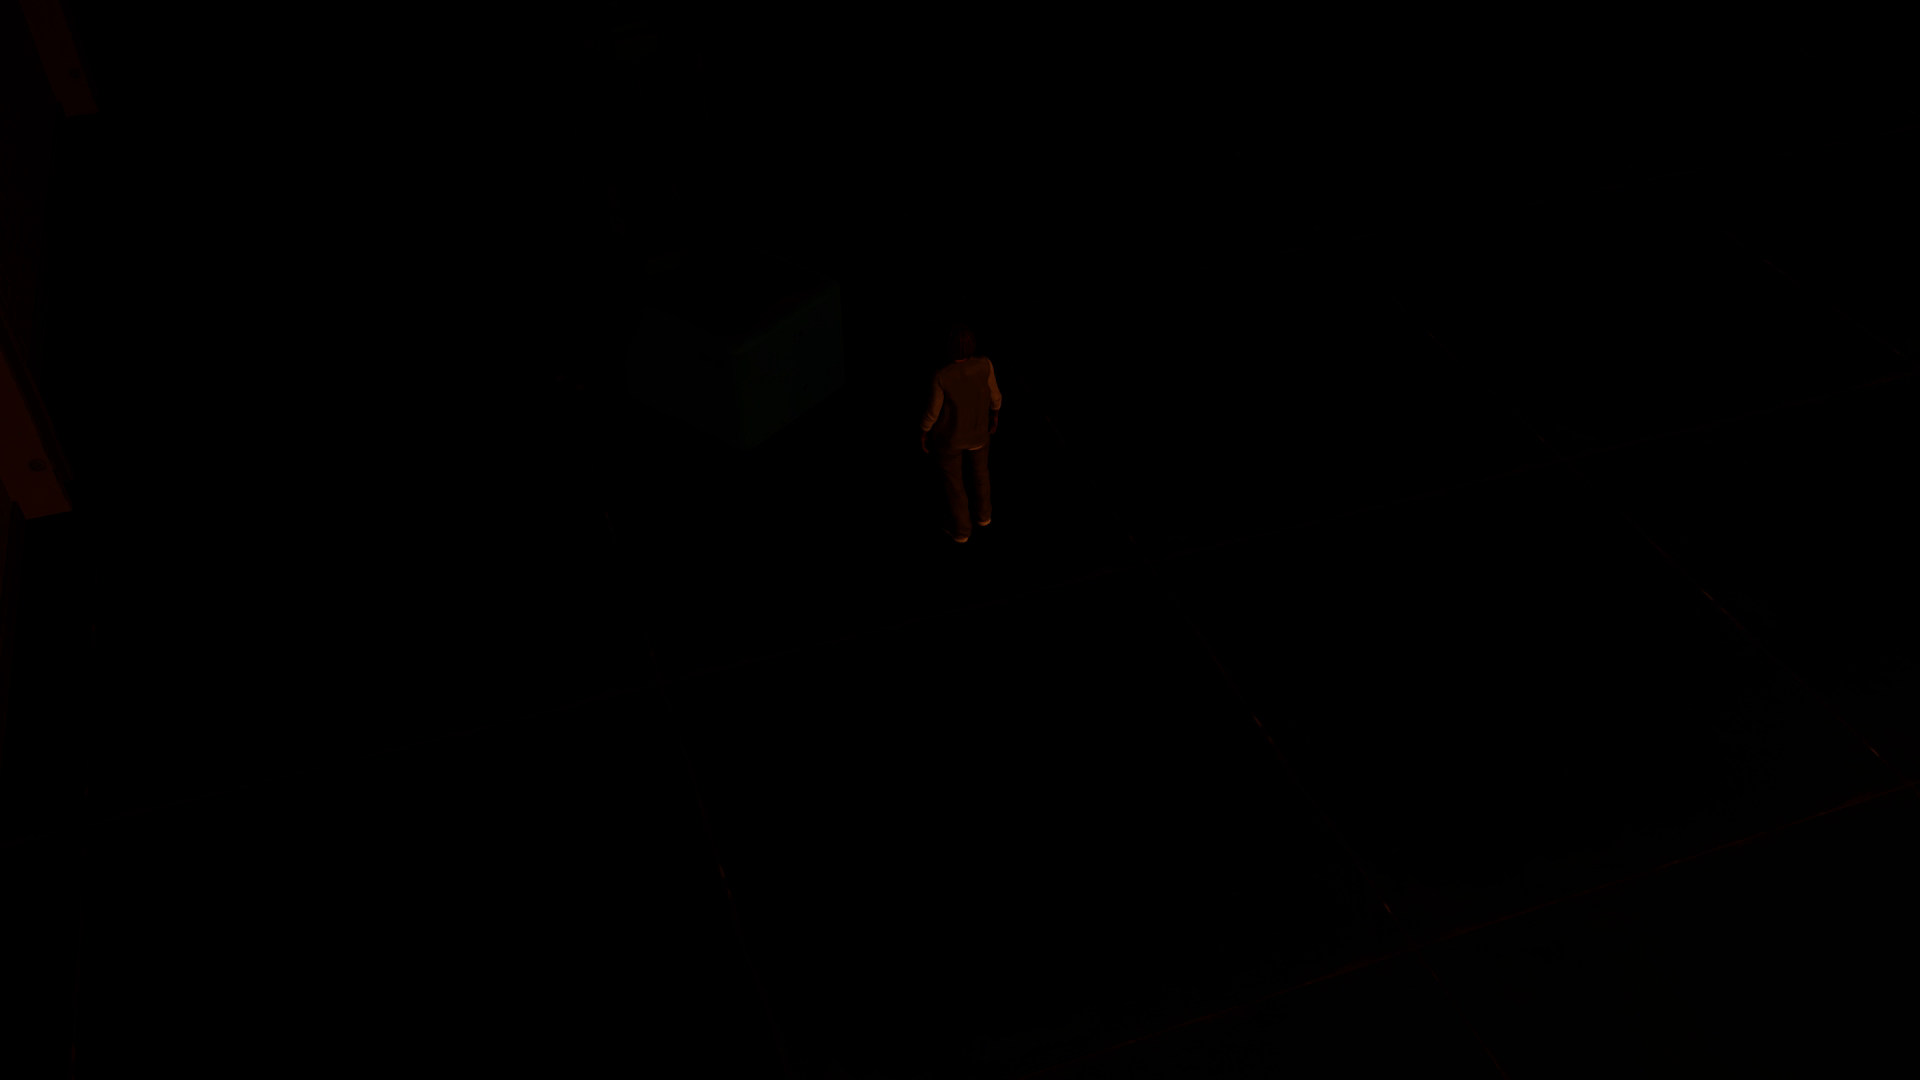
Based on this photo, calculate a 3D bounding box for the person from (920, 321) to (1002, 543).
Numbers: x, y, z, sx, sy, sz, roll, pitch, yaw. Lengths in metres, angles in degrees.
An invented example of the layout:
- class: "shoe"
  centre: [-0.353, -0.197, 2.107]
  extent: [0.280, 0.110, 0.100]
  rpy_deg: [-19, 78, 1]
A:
- class: "person"
  centre: [-0.012, -0.665, 9.814]
  extent: [0.519, 1.598, 0.474]
  rpy_deg: [-13, 42, -15]

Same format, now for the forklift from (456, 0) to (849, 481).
- class: "forklift"
  centre: [-2.229, -2.273, 10.703]
  extent: [3.031, 2.935, 1.130]
  rpy_deg: [26, 46, 28]
